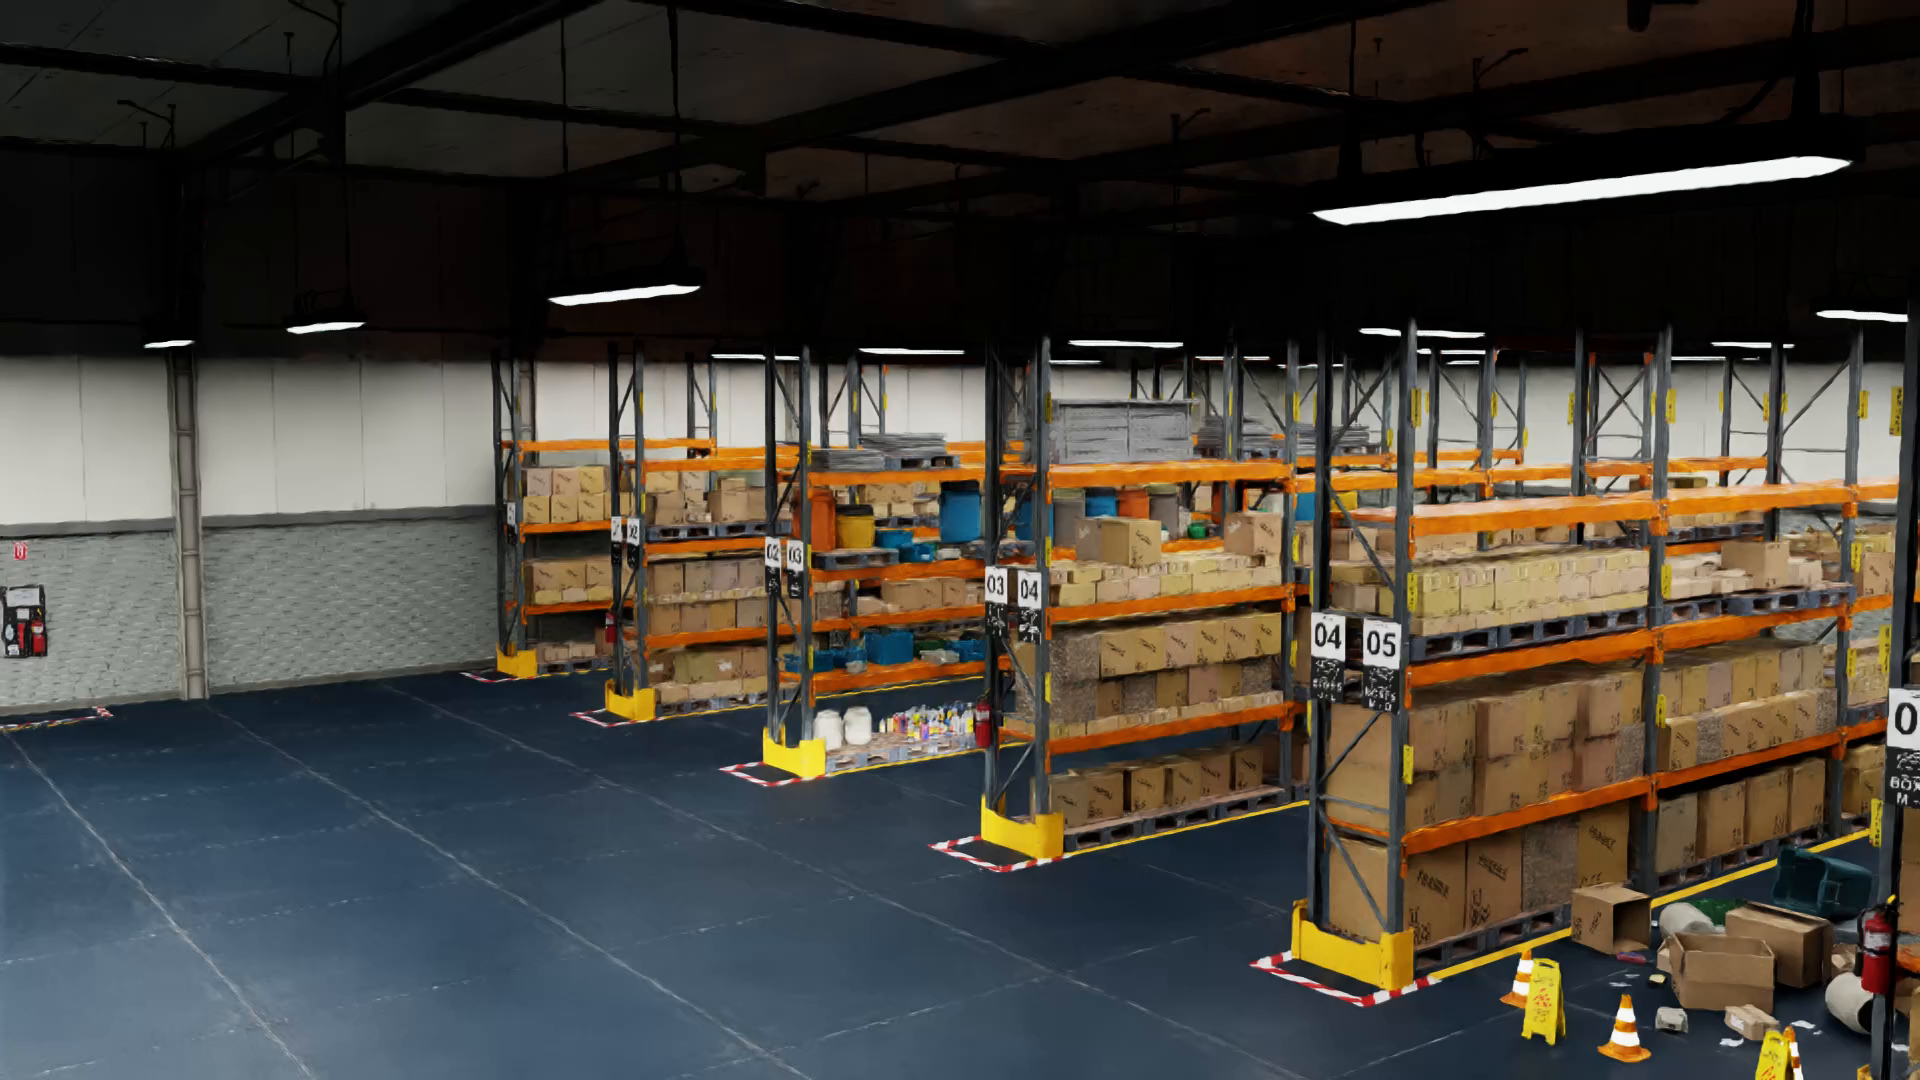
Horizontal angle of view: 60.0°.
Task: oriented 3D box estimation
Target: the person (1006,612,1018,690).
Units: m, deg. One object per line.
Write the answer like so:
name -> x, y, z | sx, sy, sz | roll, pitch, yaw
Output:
person -> 1.028, 1.953, 28.783 | 0.507, 1.388, 0.578 | -4, 6, -38

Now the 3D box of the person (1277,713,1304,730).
person -> 4.737, 2.197, 23.891 | 0.655, 1.714, 0.579 | -1, 5, -8
